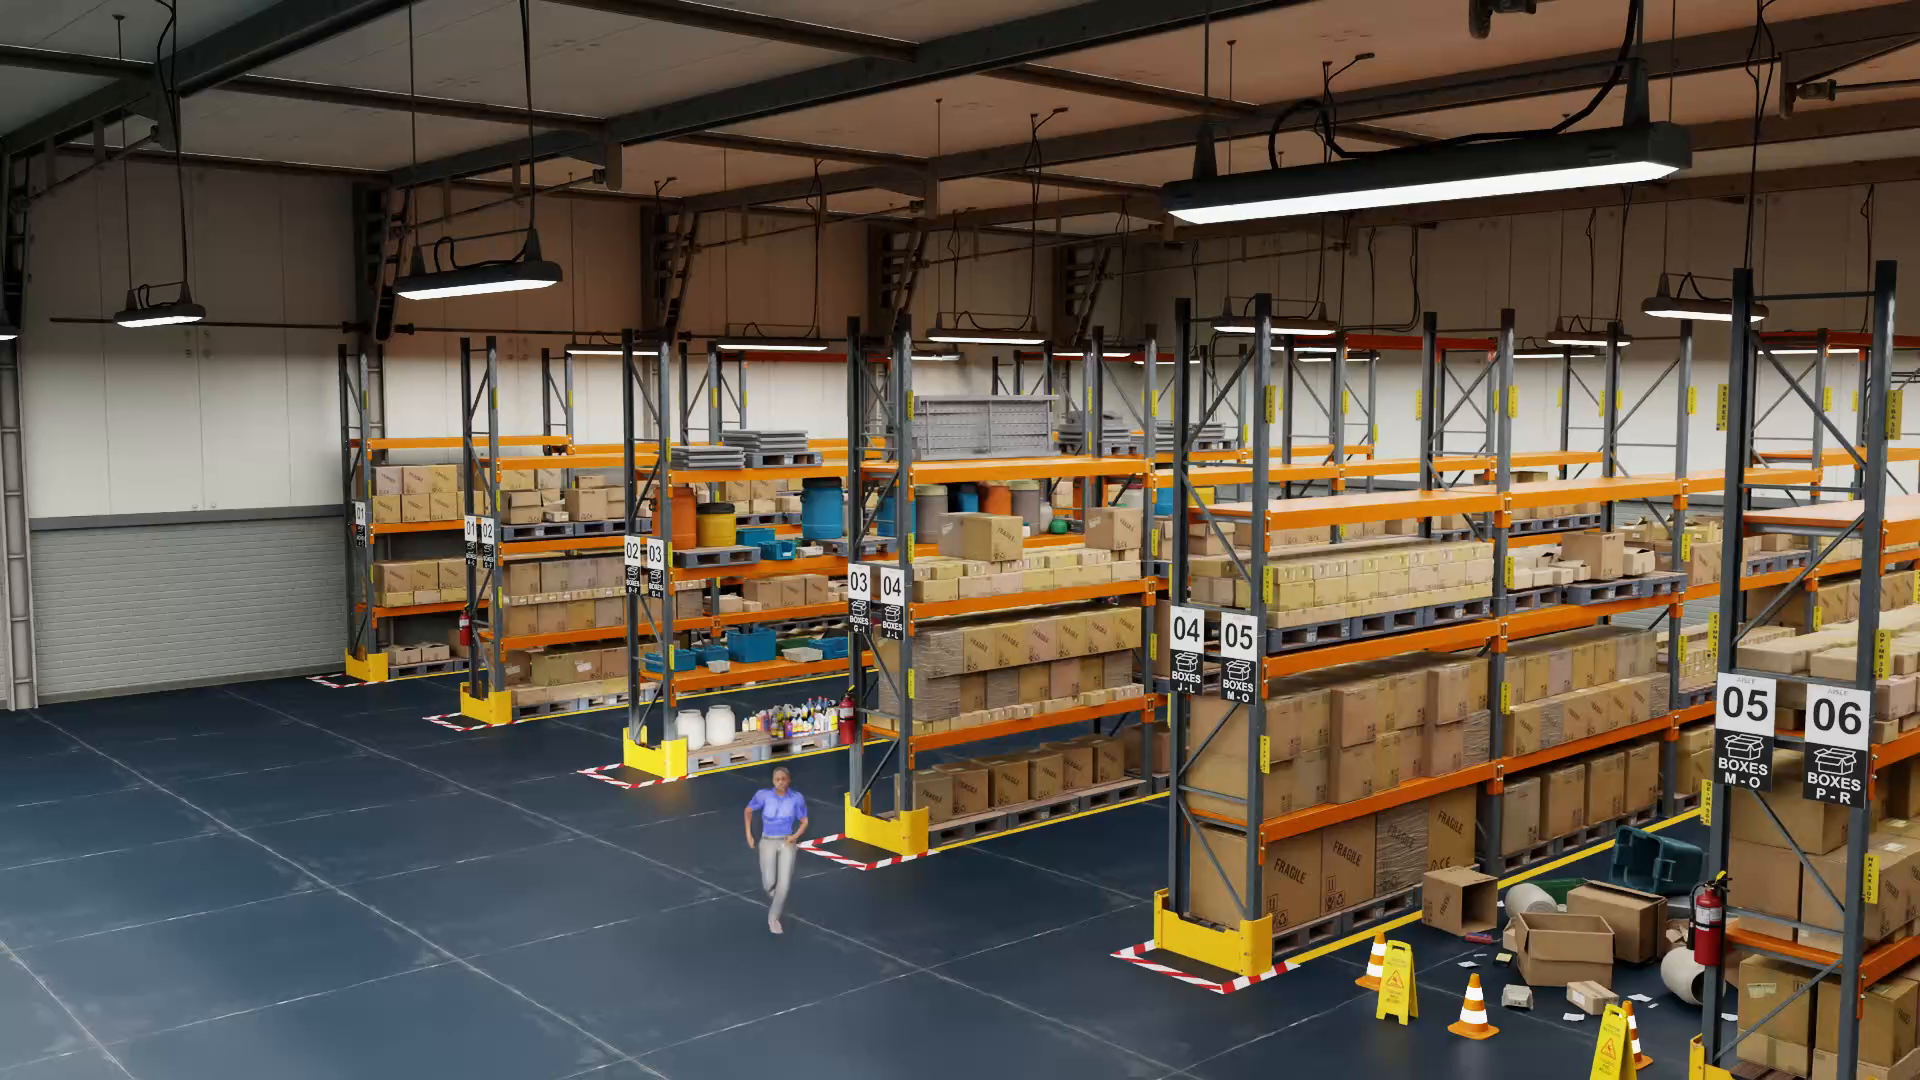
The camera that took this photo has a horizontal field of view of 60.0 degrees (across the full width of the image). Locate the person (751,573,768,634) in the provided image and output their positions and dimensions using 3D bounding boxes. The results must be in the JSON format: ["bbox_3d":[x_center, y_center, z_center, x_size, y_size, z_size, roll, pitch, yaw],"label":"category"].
[{"bbox_3d":[-3.826,1.429,32.208,0.712,1.745,0.870,5,7,44],"label":"person"}]

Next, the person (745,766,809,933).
[{"bbox_3d":[-1.761,3.010,15.994,0.612,1.510,0.655,-1,5,-6],"label":"person"}]
